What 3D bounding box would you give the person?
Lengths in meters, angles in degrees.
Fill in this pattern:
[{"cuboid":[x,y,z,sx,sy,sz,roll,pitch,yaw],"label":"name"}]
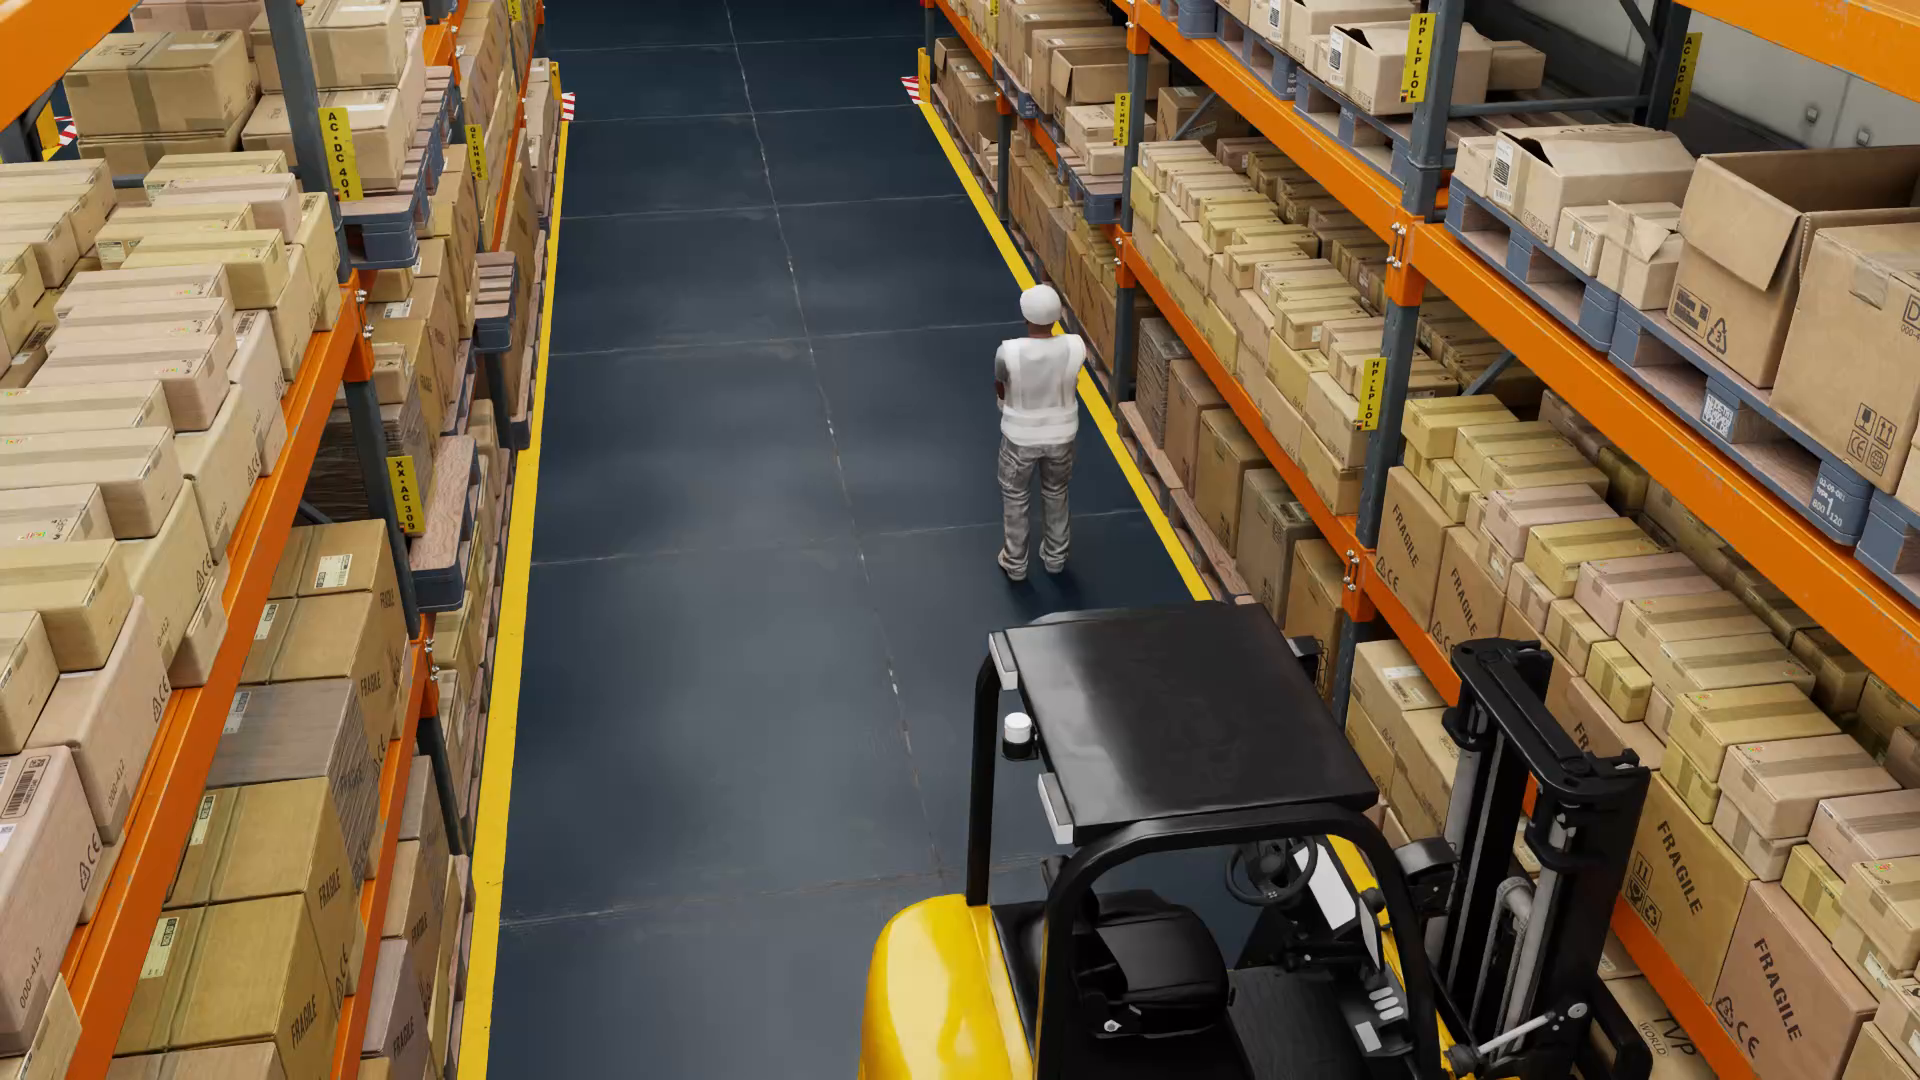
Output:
[{"cuboid":[0.406,-0.631,9.200,0.487,1.778,0.575,-5,31,-9],"label":"person"}]
